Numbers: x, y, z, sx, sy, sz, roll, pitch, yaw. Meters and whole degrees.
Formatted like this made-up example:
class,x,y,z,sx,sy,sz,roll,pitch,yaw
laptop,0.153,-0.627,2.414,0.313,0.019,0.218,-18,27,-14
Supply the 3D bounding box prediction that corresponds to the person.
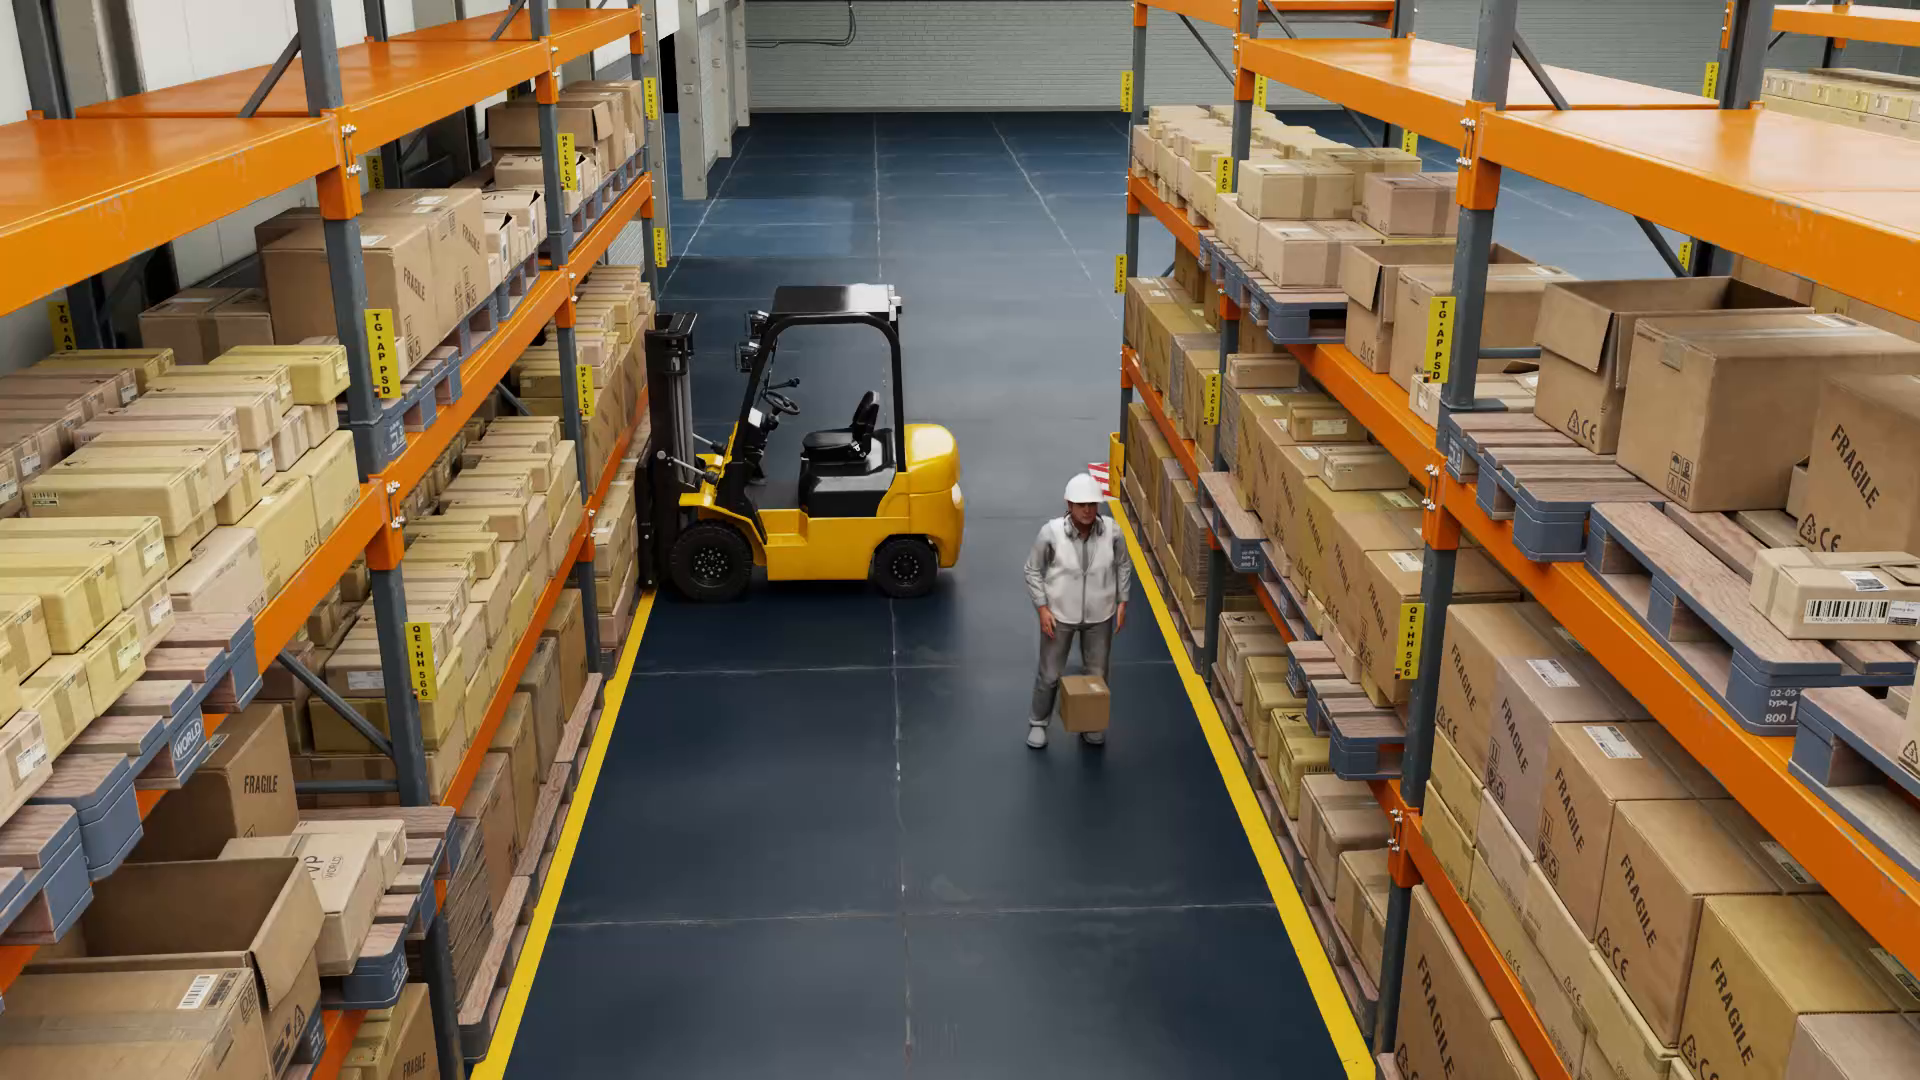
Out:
class,x,y,z,sx,sy,sz,roll,pitch,yaw
person,0.702,0.426,9.905,0.654,1.755,0.483,-2,20,-4
